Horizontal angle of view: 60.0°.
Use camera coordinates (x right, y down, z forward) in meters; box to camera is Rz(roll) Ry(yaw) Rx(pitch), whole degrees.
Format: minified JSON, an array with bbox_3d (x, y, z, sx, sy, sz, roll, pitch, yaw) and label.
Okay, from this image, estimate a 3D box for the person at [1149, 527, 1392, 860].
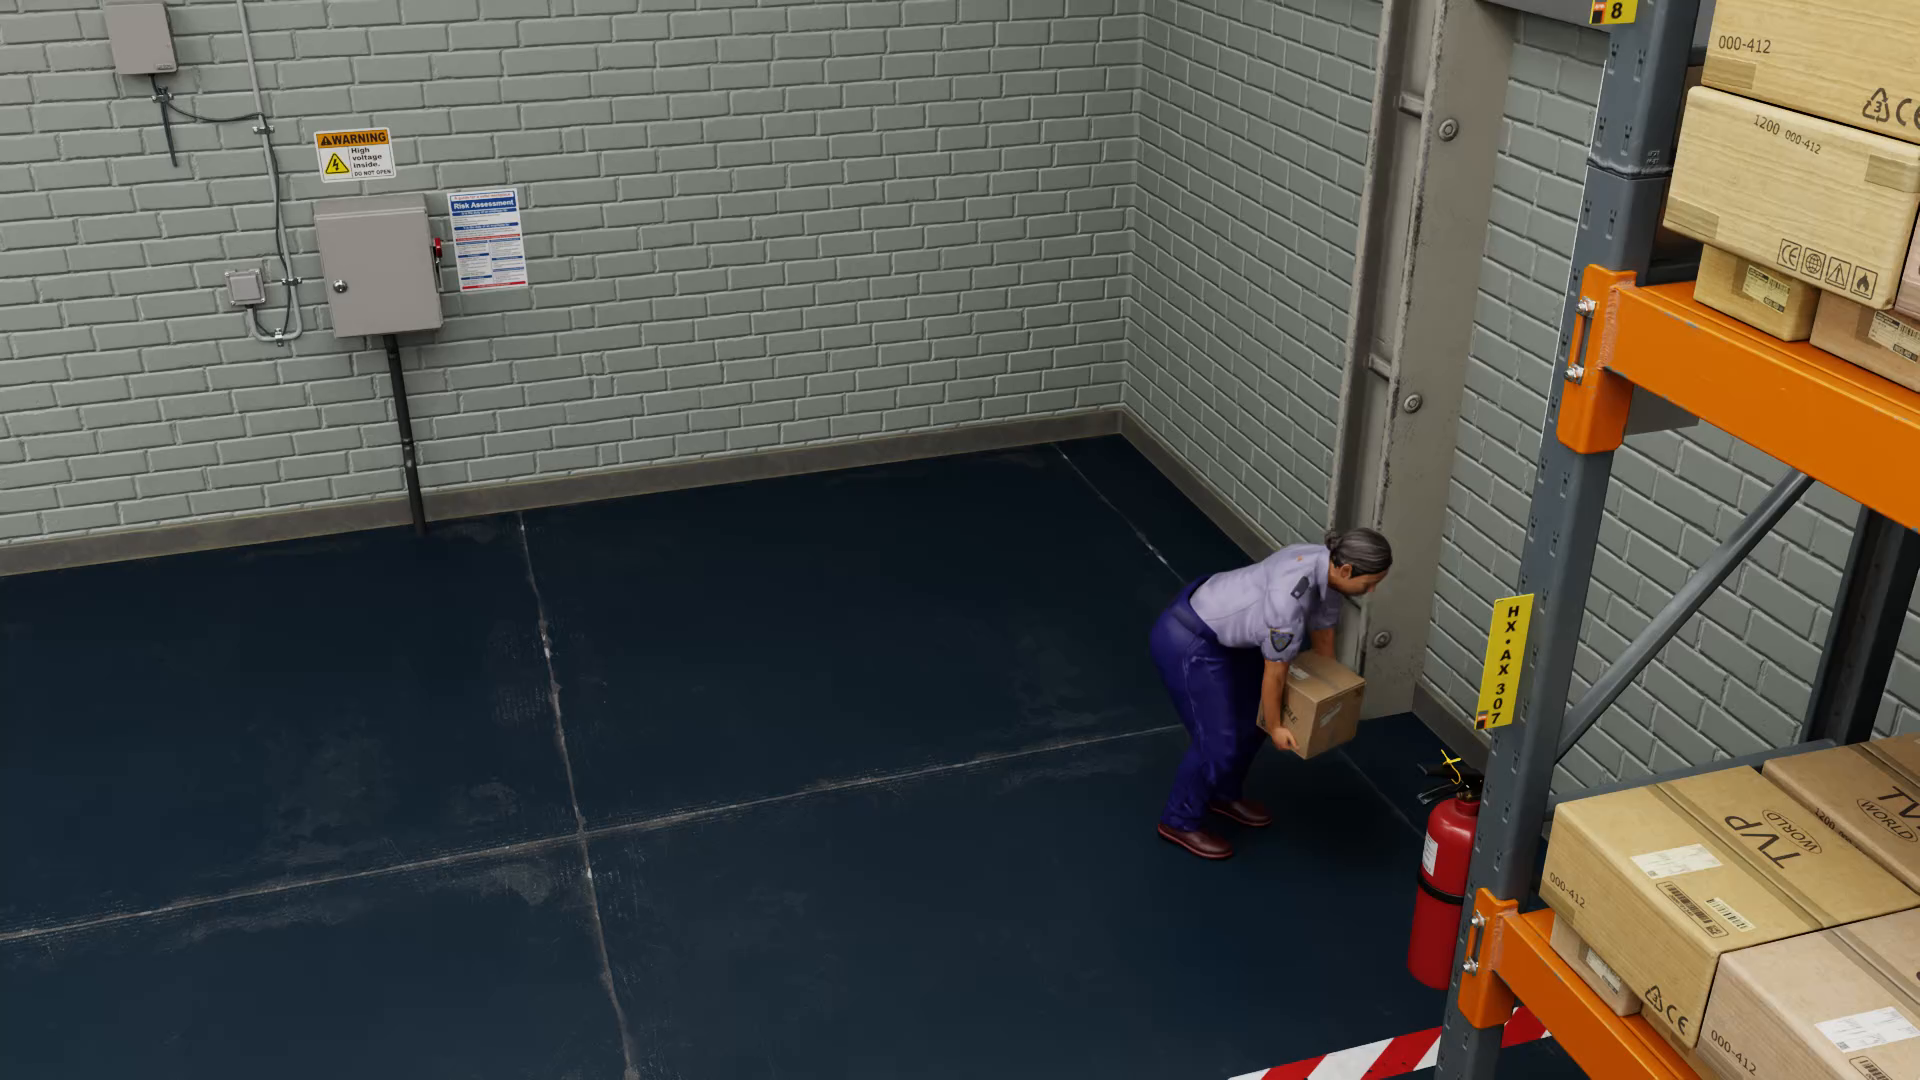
[{"bbox_3d":[1.076,0.517,5.934,0.793,1.352,0.452,14,30,26],"label":"person"}]
